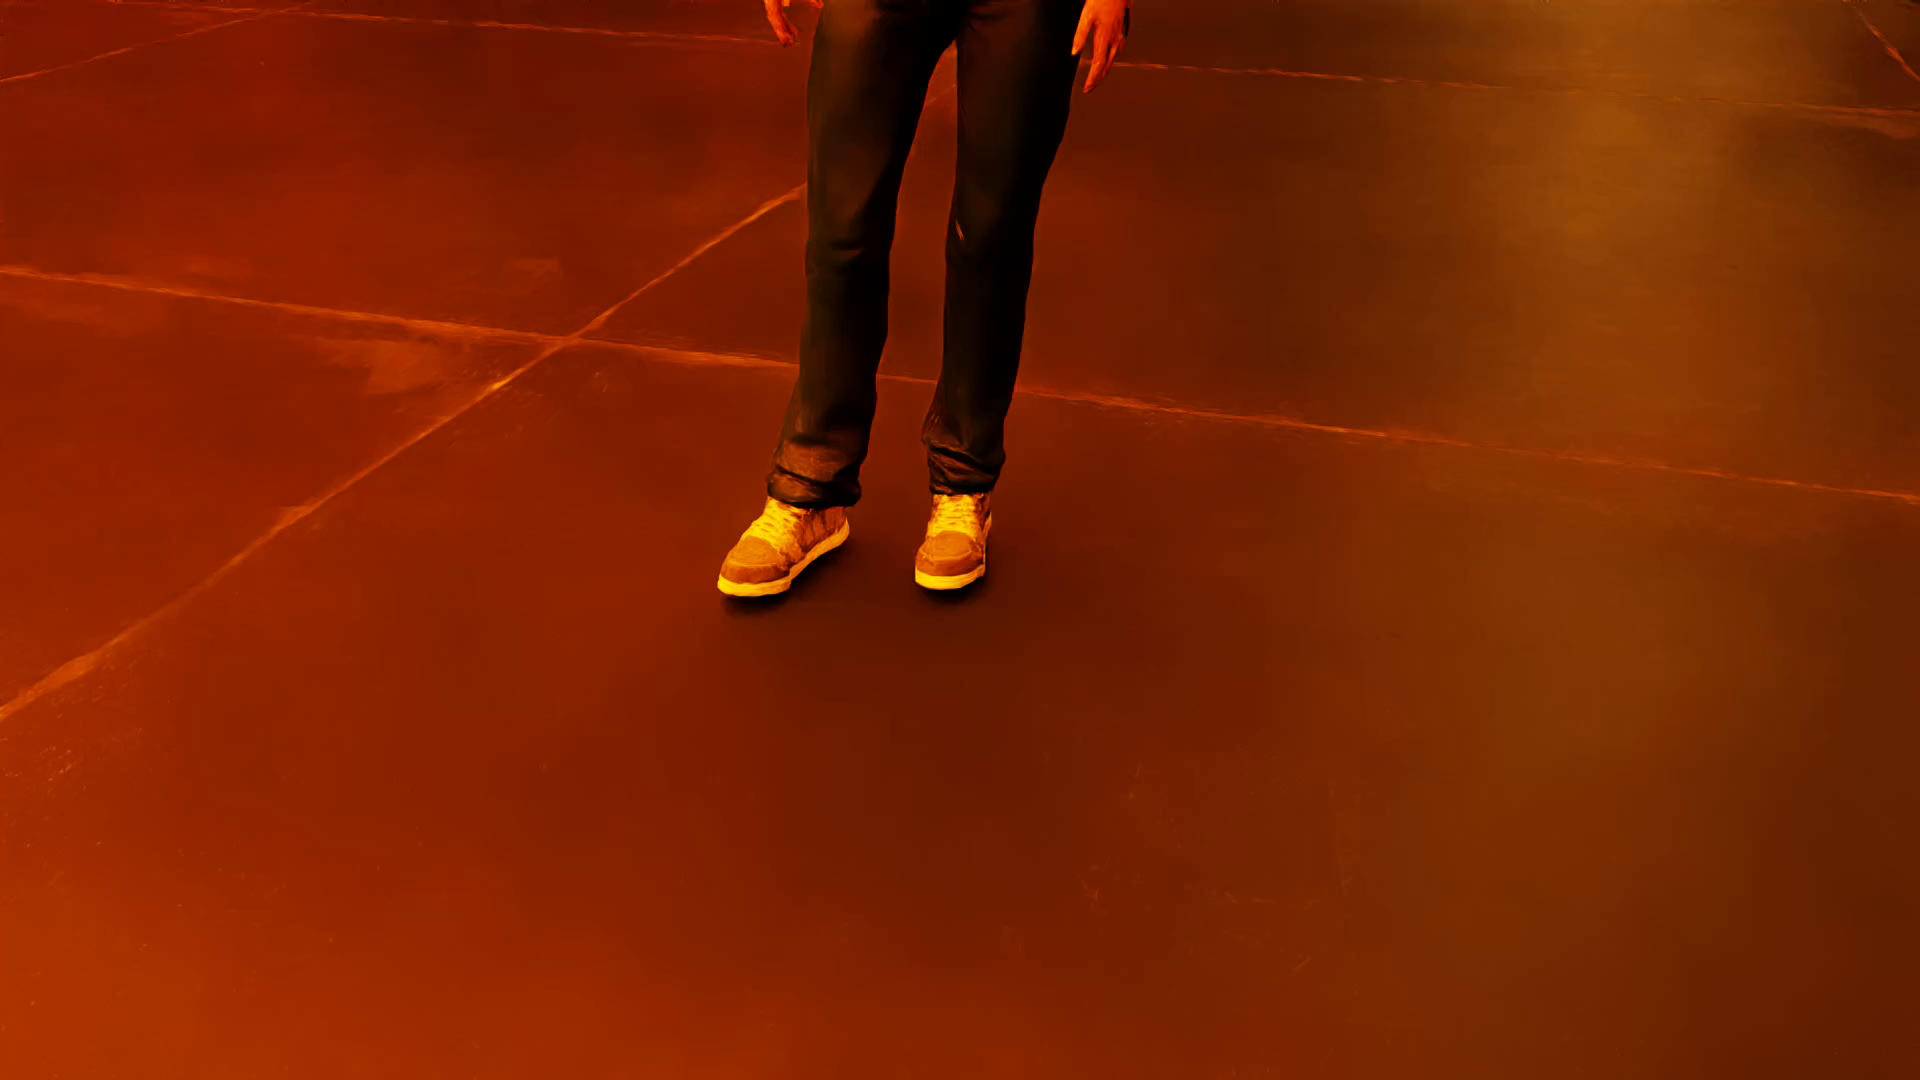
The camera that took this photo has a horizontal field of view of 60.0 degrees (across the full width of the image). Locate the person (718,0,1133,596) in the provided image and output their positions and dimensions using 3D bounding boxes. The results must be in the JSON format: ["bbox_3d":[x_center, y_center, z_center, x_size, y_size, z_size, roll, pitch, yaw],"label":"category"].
[{"bbox_3d":[-0.036,-0.687,2.075,0.520,1.597,0.474,8,28,16],"label":"person"}]

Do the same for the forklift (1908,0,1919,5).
[{"bbox_3d":[3.681,-2.515,4.205,1.130,2.935,3.031,-1,27,-2],"label":"forklift"}]
